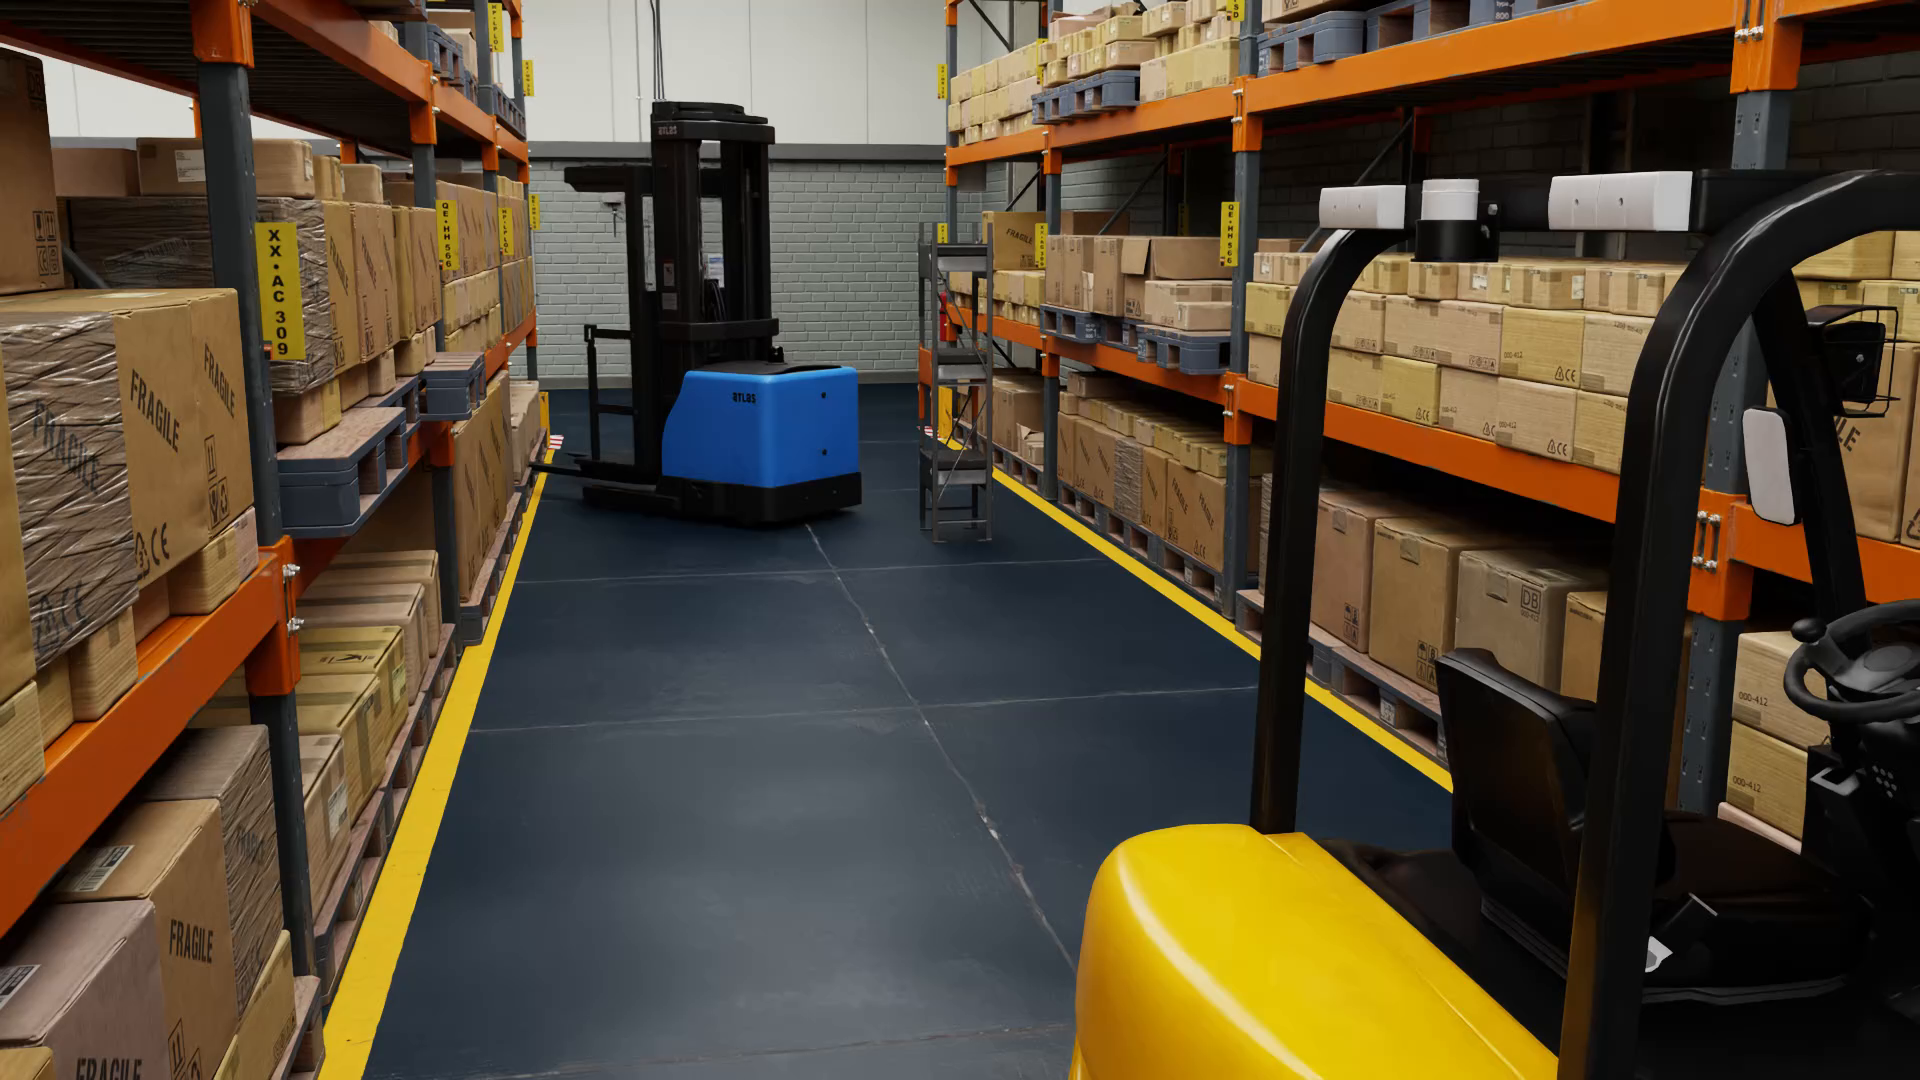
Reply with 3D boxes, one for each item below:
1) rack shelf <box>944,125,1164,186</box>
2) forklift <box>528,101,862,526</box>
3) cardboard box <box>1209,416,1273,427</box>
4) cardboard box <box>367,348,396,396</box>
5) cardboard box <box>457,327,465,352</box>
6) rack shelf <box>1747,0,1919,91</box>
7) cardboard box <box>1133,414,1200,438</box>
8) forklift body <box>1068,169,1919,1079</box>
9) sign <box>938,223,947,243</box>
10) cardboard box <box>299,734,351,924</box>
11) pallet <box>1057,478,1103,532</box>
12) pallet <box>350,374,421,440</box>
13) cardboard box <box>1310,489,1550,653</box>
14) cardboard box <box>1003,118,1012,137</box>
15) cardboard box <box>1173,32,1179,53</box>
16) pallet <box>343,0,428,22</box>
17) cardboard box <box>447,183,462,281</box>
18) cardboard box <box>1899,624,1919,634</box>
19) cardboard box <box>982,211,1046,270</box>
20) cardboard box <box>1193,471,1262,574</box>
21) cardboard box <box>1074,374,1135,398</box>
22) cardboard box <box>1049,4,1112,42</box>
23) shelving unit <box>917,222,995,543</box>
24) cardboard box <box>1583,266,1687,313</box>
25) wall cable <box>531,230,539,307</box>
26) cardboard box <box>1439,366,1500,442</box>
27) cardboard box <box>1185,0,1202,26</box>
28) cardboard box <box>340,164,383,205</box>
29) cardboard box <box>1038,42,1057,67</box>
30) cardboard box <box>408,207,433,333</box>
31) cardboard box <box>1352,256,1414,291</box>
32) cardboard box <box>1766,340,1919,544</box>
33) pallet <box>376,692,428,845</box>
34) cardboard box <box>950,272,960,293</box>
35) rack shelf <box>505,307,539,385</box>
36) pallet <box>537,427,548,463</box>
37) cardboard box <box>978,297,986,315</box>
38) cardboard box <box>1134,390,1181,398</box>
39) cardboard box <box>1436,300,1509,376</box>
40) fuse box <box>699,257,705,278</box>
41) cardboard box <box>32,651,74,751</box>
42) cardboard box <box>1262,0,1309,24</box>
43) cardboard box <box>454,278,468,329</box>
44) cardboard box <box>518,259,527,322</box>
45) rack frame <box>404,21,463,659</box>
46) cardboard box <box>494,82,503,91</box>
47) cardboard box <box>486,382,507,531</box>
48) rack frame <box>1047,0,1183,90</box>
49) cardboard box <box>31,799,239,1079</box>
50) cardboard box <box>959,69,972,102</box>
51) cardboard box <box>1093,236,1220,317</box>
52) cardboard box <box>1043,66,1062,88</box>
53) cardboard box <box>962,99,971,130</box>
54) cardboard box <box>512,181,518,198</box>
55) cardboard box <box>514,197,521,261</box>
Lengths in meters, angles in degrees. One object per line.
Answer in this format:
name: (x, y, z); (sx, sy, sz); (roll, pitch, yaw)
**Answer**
rack shelf: (0.755, -3.286, 14.342); (1.077, 0.370, 4.000); (-2, 11, -11)
forklift: (-2.213, -1.731, 12.452); (3.031, 2.935, 1.130); (8, 13, 35)
cardboard box: (1.822, -0.705, 10.705); (0.380, 0.149, 0.250); (-2, 11, -11)
cardboard box: (-2.192, -0.587, 5.806); (0.380, 0.149, 0.250); (-2, 11, -9)
cardboard box: (-2.912, -1.003, 8.847); (0.500, 0.250, 0.500); (-2, 11, -13)
rack shelf: (3.089, -1.085, 2.779); (1.077, 0.370, 4.000); (-2, 11, -11)
cardboard box: (1.349, -0.735, 10.865); (0.380, 0.149, 0.250); (-2, 11, -11)
forklift body: (1.319, 0.537, 2.623); (2.313, 2.155, 1.214); (-2, 11, -11)
sign: (-0.167, -2.939, 16.298); (0.100, 0.325, 0.005); (-2, 11, -11)
cardboard box: (-2.273, 0.838, 4.679); (0.950, 0.372, 0.625); (-2, 11, -10)
pallet: (1.339, -0.282, 12.112); (1.003, 0.211, 1.213); (-2, 11, -11)
pallet: (-2.521, -0.429, 5.940); (1.003, 0.211, 1.213); (-2, 11, -11)
cardboard box: (2.164, 0.129, 7.725); (0.875, 0.625, 0.625); (-2, 11, -9)
cardboard box: (0.574, -3.441, 13.900); (0.380, 0.149, 0.250); (-2, 11, -10)
cardboard box: (1.468, -2.907, 9.758); (0.380, 0.149, 0.250); (-2, 11, -11)
pallet: (-2.389, -1.839, 5.318); (1.213, 0.211, 1.003); (-2, 11, -11)
cardboard box: (-2.909, -1.615, 8.717); (0.500, 0.500, 0.500); (-2, 11, -11)
cardboard box: (2.985, 0.404, 4.606); (0.500, 0.250, 0.500); (-2, 11, -10)
cardboard box: (0.482, -2.606, 14.465); (0.500, 0.500, 0.500); (-2, 11, -10)
cardboard box: (1.629, -0.114, 9.334); (0.500, 0.500, 0.500); (-2, 11, -9)
cardboard box: (1.050, -1.121, 12.096); (0.380, 0.149, 0.250); (-3, 11, -14)
cardboard box: (0.860, -3.687, 11.899); (0.396, 0.266, 0.258); (-2, 11, -12)
shelving unit: (-0.032, -1.062, 11.160); (0.431, 2.100, 0.503); (-2, 11, -11)
cardboard box: (2.351, -0.848, 5.627); (0.380, 0.149, 0.250); (-2, 11, -11)
wall cable: (-5.622, -3.900, 20.862); (0.585, 1.953, 0.123); (-2, 11, -11)
cardboard box: (2.175, -0.526, 6.337); (0.500, 0.250, 0.500); (-2, 11, -11)
cardboard box: (1.508, -3.007, 9.490); (0.380, 0.149, 0.250); (-2, 11, -12)
cardboard box: (-2.352, -1.315, 6.162); (0.380, 0.149, 0.250); (-3, 11, -14)
cardboard box: (0.772, -3.480, 11.923); (0.380, 0.149, 0.250); (-2, 11, -9)
cardboard box: (-2.474, -1.118, 6.864); (0.500, 0.500, 0.500); (-2, 11, -12)
cardboard box: (1.964, -1.177, 7.355); (0.380, 0.149, 0.250); (-2, 11, -10)
cardboard box: (2.530, -0.290, 4.432); (0.500, 0.500, 0.500); (-2, 11, -13)
pallet: (-2.562, 0.852, 6.156); (1.003, 0.211, 1.213); (-2, 11, -11)
cardboard box: (0.190, -2.512, 15.980); (0.500, 0.250, 0.500); (-2, 11, -11)
rack shelf: (-4.114, -1.632, 13.671); (1.077, 0.370, 4.000); (-2, 11, -11)
pallet: (-4.270, -0.838, 15.036); (1.003, 0.211, 1.213); (-2, 11, -11)
cardboard box: (0.362, -2.101, 14.886); (0.380, 0.149, 0.250); (-2, 11, -13)
cardboard box: (1.498, -1.039, 12.462); (0.380, 0.149, 0.250); (-3, 11, -13)
cardboard box: (2.152, -0.773, 6.299); (0.500, 0.250, 0.500); (-2, 11, -10)
fuse box: (-3.533, -2.802, 21.341); (0.539, 1.711, 0.414); (-2, 11, -11)
cardboard box: (-1.586, 0.255, 2.509); (0.380, 0.149, 0.250); (-2, 11, -12)
cardboard box: (1.692, -2.605, 8.072); (0.380, 0.166, 0.250); (-2, 11, -11)
cardboard box: (-2.902, -1.253, 8.823); (0.500, 0.250, 0.500); (-2, 11, -10)
cardboard box: (-3.843, -2.041, 13.632); (0.500, 0.500, 0.500); (-2, 11, -9)
rack frame: (-2.947, -0.885, 7.822); (1.000, 3.000, 0.127); (-2, 11, -11)
cardboard box: (-4.327, -3.928, 14.799); (0.500, 0.250, 0.500); (-3, 11, -16)
cardboard box: (-3.342, -0.505, 10.384); (0.875, 0.875, 0.875); (-2, 11, -9)
rack frame: (1.144, -4.746, 12.067); (1.000, 3.000, 0.127); (-2, 11, -11)
cardboard box: (-1.690, 0.817, 3.106); (0.500, 0.500, 0.500); (-2, 11, -10)
cardboard box: (0.286, -4.140, 15.172); (0.500, 0.250, 0.500); (-2, 11, -11)
cardboard box: (1.272, -1.719, 10.815); (0.700, 0.500, 0.500); (-2, 11, -11)
cardboard box: (0.812, -3.336, 11.959); (0.380, 0.149, 0.250); (-2, 11, -10)
cardboard box: (0.303, -3.895, 15.223); (0.500, 0.250, 0.500); (-2, 11, -10)
cardboard box: (-4.022, -3.015, 14.336); (0.380, 0.149, 0.250); (-2, 11, -10)
cardboard box: (-3.856, -2.534, 13.548); (0.500, 0.500, 0.500); (-2, 11, -11)
